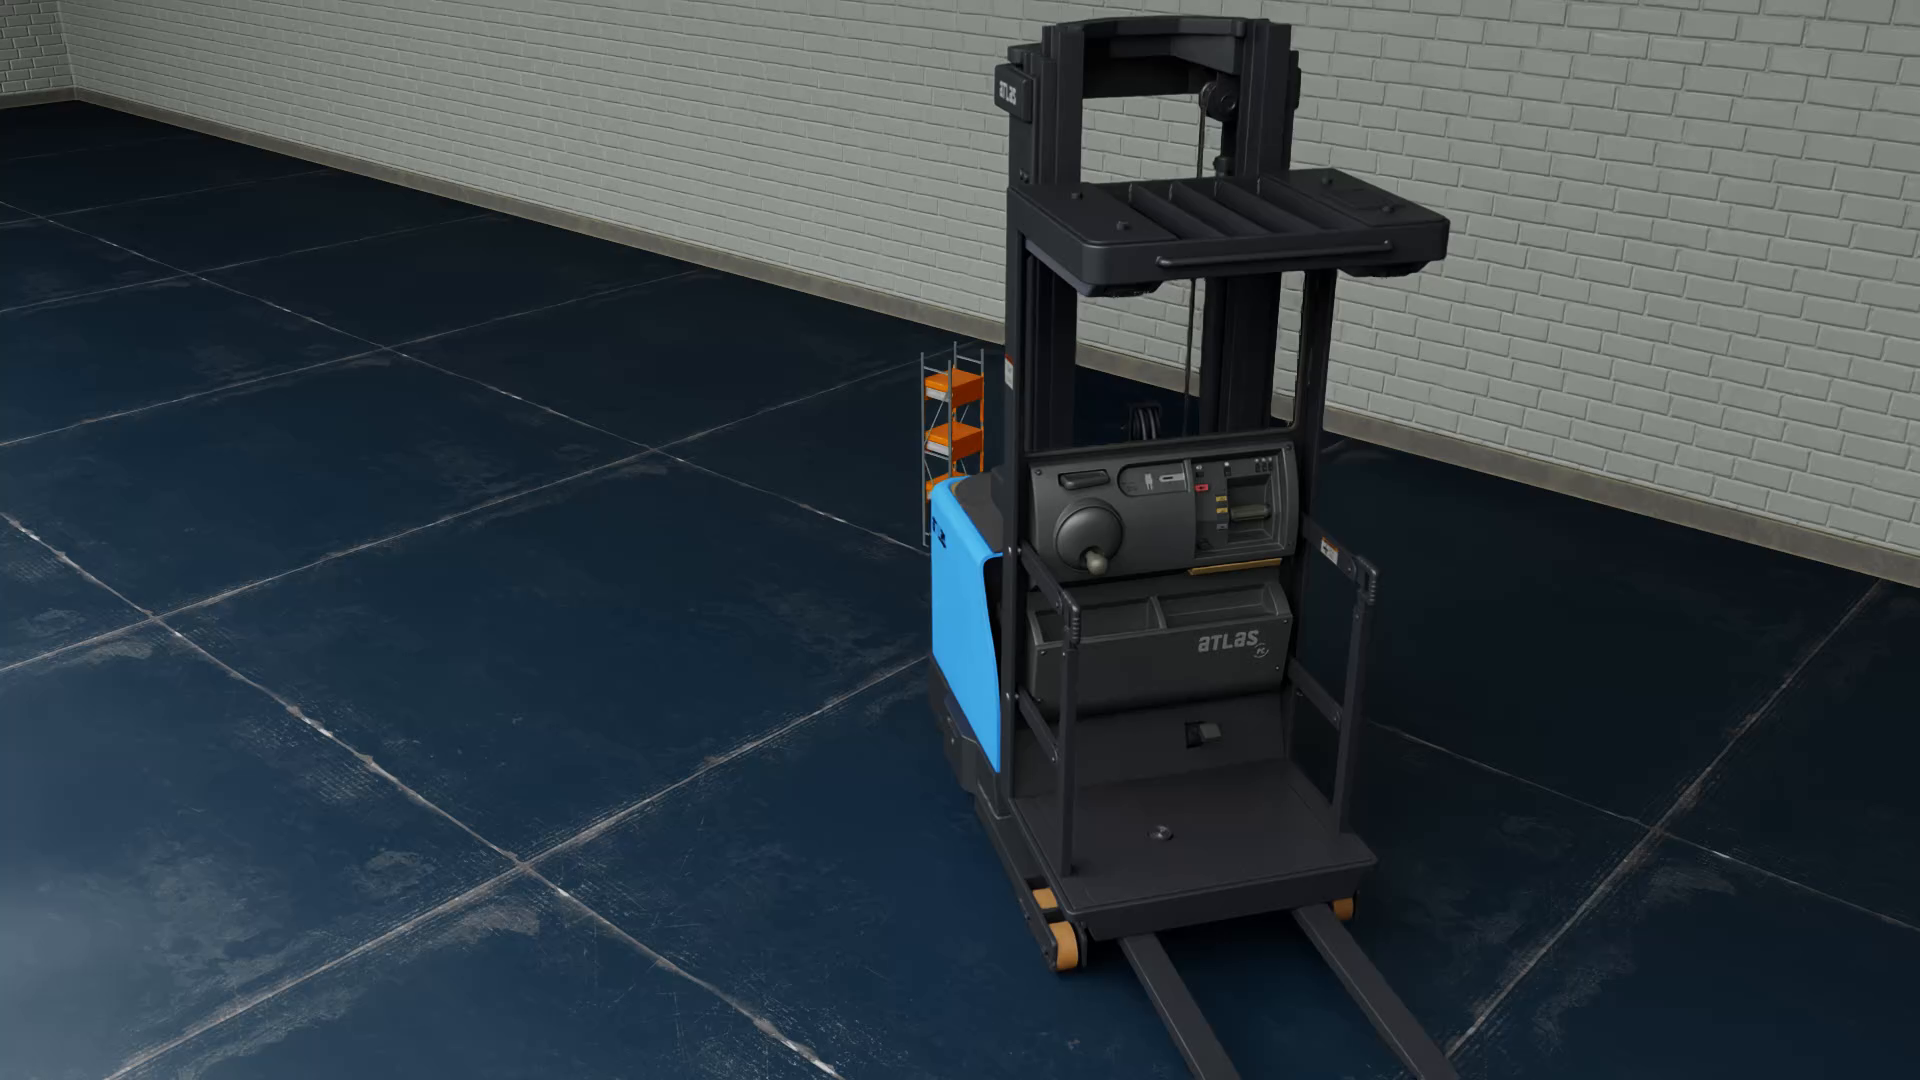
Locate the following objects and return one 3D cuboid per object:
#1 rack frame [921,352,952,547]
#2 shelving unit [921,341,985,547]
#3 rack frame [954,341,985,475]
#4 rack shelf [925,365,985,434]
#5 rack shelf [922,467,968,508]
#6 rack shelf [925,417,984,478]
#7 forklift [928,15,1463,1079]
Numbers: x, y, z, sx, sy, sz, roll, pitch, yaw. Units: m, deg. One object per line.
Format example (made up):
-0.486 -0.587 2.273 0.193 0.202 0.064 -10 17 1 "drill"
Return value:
-0.117 -0.426 8.416 0.200 1.050 0.008 20 31 38 "rack frame"
-0.036 -0.463 8.499 0.215 1.050 0.252 20 31 38 "shelving unit"
0.046 -0.500 8.582 0.200 1.050 0.008 20 31 38 "rack frame"
-0.036 -0.712 8.387 0.215 0.259 0.240 20 31 38 "rack shelf"
-0.036 -0.199 8.617 0.215 0.259 0.240 20 31 38 "rack shelf"
-0.036 -0.453 8.503 0.215 0.259 0.240 20 31 38 "rack shelf"
0.745 -0.076 5.337 1.130 2.935 3.031 -6 25 -14 "forklift"
